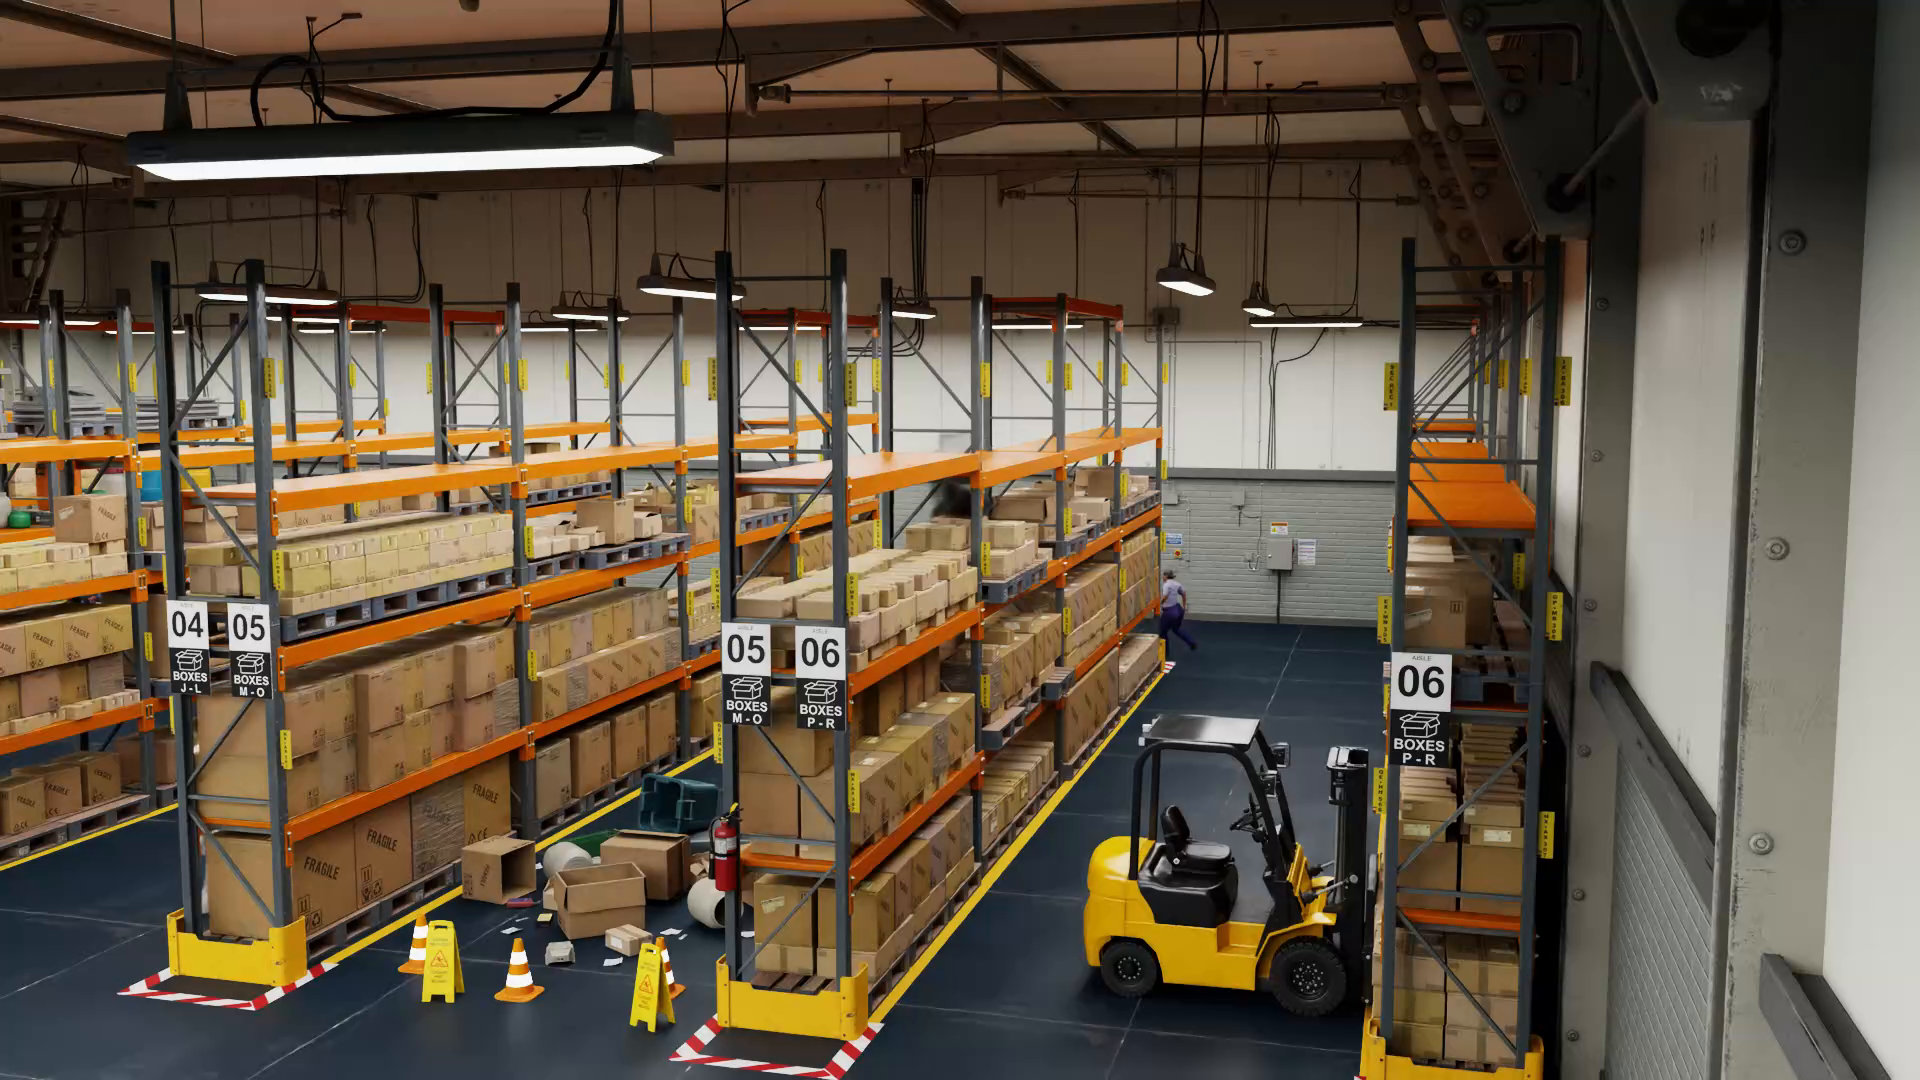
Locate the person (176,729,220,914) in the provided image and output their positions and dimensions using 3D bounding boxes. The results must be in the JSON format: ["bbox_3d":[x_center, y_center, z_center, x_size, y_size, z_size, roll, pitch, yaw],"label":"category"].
[{"bbox_3d":[-7.134,2.572,15.861,0.685,1.763,0.971,0,6,2],"label":"person"}]

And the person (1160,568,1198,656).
[{"bbox_3d":[3.730,1.286,29.325,0.744,1.577,0.906,5,8,37],"label":"person"}]

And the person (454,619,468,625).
[{"bbox_3d":[-6.875,1.909,22.941,0.559,1.759,0.774,1,6,13],"label":"person"}]
